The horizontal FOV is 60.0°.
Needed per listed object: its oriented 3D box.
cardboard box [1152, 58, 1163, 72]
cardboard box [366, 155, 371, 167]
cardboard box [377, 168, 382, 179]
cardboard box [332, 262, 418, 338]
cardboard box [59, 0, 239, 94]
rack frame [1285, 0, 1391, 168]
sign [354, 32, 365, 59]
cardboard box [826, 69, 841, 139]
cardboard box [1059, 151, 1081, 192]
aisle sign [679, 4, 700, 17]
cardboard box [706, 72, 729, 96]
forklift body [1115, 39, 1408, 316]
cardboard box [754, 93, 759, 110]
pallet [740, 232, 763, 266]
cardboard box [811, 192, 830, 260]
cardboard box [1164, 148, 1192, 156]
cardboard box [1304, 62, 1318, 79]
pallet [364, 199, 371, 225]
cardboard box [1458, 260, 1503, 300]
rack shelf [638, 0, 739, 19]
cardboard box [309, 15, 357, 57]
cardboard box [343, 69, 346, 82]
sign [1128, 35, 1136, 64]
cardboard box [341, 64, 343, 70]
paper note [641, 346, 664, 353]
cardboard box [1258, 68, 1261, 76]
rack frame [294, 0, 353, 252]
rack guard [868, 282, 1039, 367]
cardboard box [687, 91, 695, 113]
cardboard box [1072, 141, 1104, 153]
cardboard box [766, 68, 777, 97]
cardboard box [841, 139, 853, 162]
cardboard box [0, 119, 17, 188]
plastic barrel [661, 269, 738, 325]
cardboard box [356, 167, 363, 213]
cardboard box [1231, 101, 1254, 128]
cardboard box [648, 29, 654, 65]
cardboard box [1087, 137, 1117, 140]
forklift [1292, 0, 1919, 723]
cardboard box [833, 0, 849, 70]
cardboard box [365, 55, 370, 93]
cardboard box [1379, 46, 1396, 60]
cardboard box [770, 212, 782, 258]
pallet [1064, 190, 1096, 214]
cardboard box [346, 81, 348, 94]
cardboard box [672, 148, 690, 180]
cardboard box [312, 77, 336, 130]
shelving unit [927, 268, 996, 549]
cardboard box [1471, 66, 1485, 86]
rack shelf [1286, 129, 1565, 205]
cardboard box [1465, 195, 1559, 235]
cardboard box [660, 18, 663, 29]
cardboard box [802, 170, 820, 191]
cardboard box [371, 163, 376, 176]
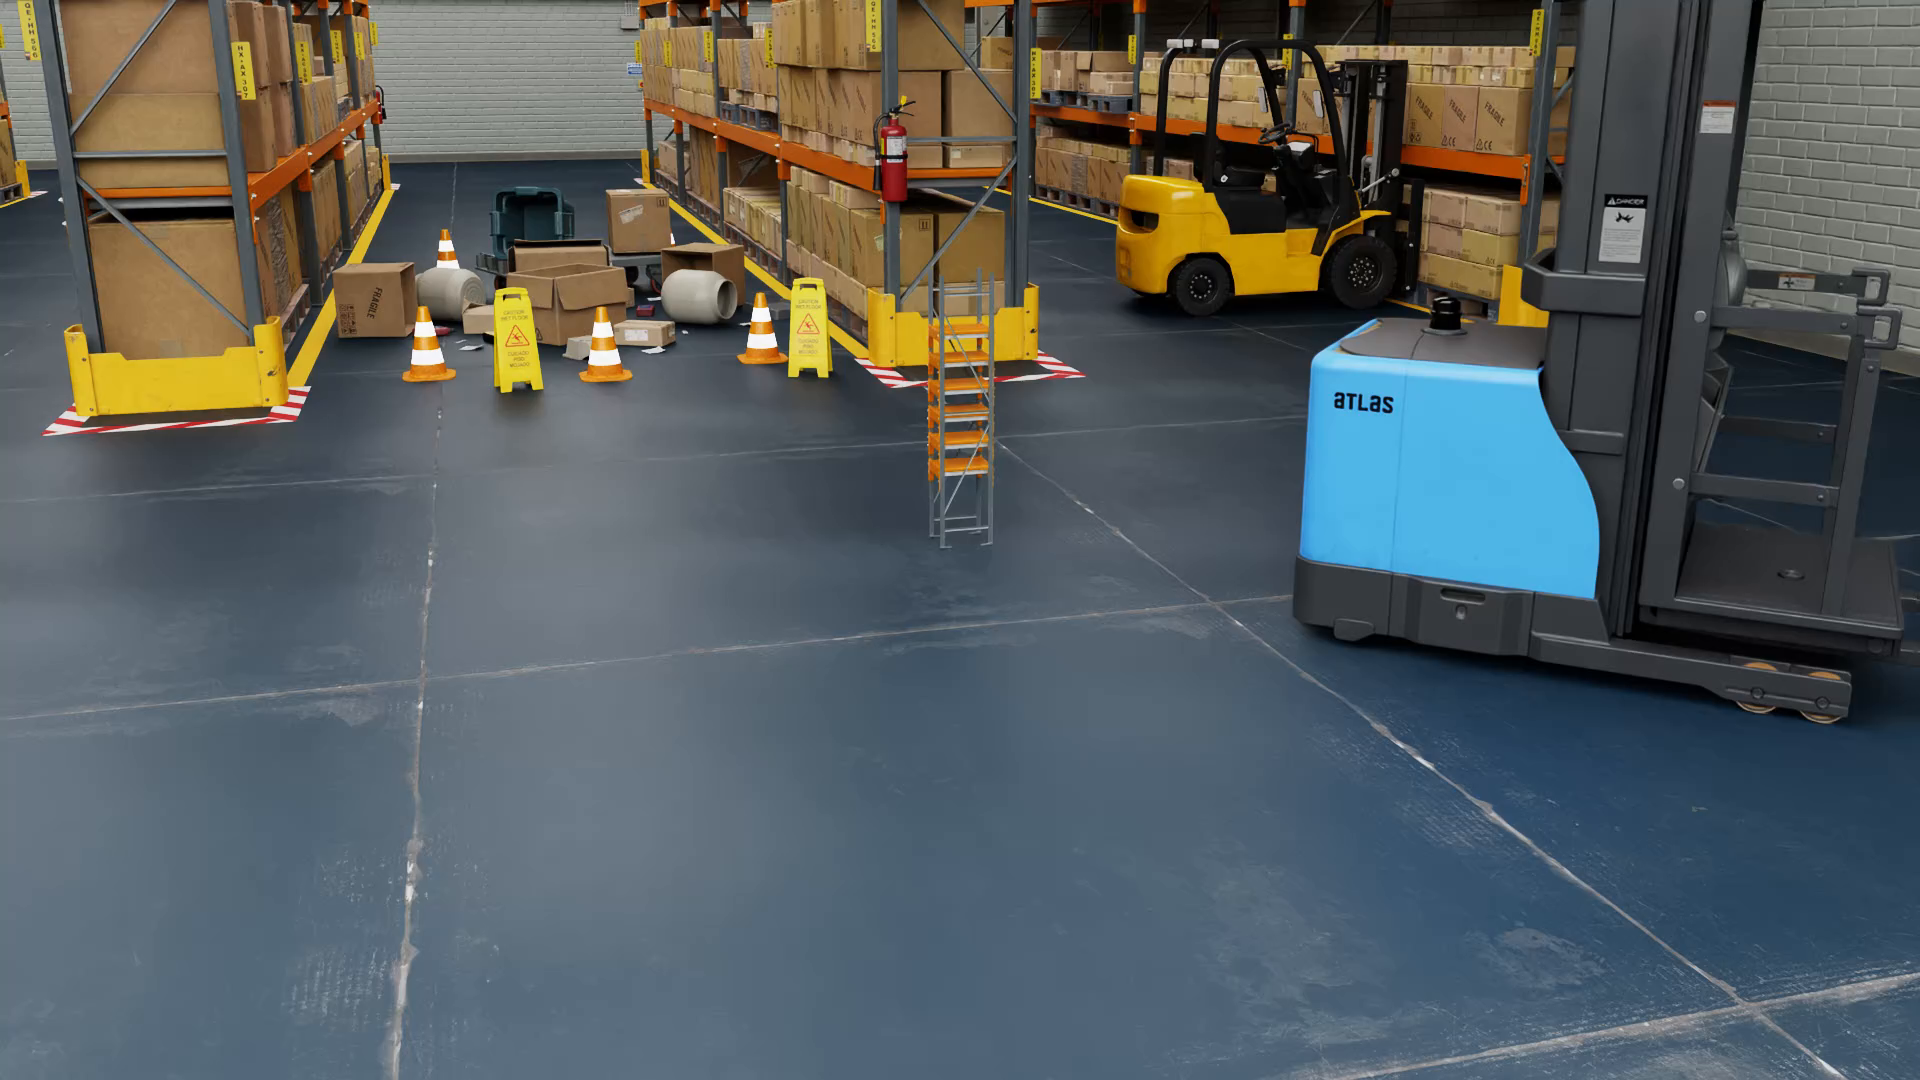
[{"bbox_3d":[2.428,-5.467,19.138,0.380,0.149,0.250,-4,17,-14],"label":"cardboard box"},{"bbox_3d":[-8.170,-5.114,22.455,0.380,0.149,0.250,-4,17,-14],"label":"cardboard box"},{"bbox_3d":[-8.640,-5.338,24.233,0.380,0.149,0.250,-4,17,-14],"label":"cardboard box"},{"bbox_3d":[-4.442,-1.831,12.673,0.500,0.500,0.500,-2,17,-6],"label":"cardboard box"},{"bbox_3d":[-4.821,-2.963,9.965,0.875,0.550,0.550,-5,17,-15],"label":"cardboard box"},{"bbox_3d":[3.648,-4.188,16.179,1.000,3.000,0.127,-5,17,-15],"label":"rack frame"},{"bbox_3d":[-7.521,-6.187,20.823,0.100,0.325,0.005,-5,17,-15],"label":"sign"},{"bbox_3d":[-0.706,-3.284,12.480,0.500,0.500,0.500,-5,17,-16],"label":"cardboard box"},{"bbox_3d":[1.655,-4.968,22.392,0.500,0.500,0.500,-5,17,-17],"label":"cardboard box"},{"bbox_3d":[-4.143,-8.403,25.693,0.394,0.787,0.004,-5,17,-15],"label":"aisle sign"},{"bbox_3d":[-2.600,-5.182,18.881,0.500,0.250,0.500,-5,17,-15],"label":"cardboard box"},{"bbox_3d":[2.472,-3.055,13.884,2.313,2.155,1.214,-5,17,-15],"label":"forklift body"},{"bbox_3d":[-1.765,-4.209,15.955,0.380,0.149,0.250,-5,17,-15],"label":"cardboard box"},{"bbox_3d":[-1.678,-3.012,17.112,1.003,0.211,1.213,-5,17,-15],"label":"pallet"},{"bbox_3d":[-0.922,-2.562,13.514,0.500,0.500,0.500,-4,17,-12],"label":"cardboard box"},{"bbox_3d":[2.705,-4.778,20.631,0.380,0.149,0.250,-4,17,-12],"label":"cardboard box"},{"bbox_3d":[3.483,-4.437,15.709,0.380,0.149,0.250,-5,17,-16],"label":"cardboard box"},{"bbox_3d":[-7.838,-4.037,20.525,1.003,0.211,1.213,-5,17,-15],"label":"pallet"},{"bbox_3d":[4.315,-2.070,13.180,0.500,0.250,0.500,-5,17,-15],"label":"cardboard box"},{"bbox_3d":[-3.872,-7.652,23.750,1.077,0.370,4.000,-5,17,-15],"label":"rack shelf"},{"bbox_3d":[-7.943,-6.401,21.119,0.500,0.500,0.500,-4,17,-14],"label":"cardboard box"},{"bbox_3d":[-7.681,-5.644,20.216,0.380,0.149,0.250,-5,17,-15],"label":"cardboard box"},{"bbox_3d":[2.030,-5.765,19.556,0.100,0.325,0.005,-5,17,-15],"label":"sign"},{"bbox_3d":[-7.612,-5.712,19.926,0.380,0.149,0.250,-5,18,-17],"label":"cardboard box"},{"bbox_3d":[-2.198,-1.370,11.960,0.148,0.019,0.142,-12,20,-34],"label":"paper note"},{"bbox_3d":[3.236,-4.765,16.800,0.380,0.149,0.250,-5,17,-15],"label":"cardboard box"},{"bbox_3d":[-6.954,-4.481,17.157,1.000,3.000,0.127,-5,17,-15],"label":"rack frame"},{"bbox_3d":[-0.045,-1.512,11.615,1.175,0.500,0.348,-5,17,-15],"label":"rack guard"},{"bbox_3d":[-3.057,-5.368,20.368,0.500,0.250,0.500,-5,17,-16],"label":"cardboard box"},{"bbox_3d":[1.711,-5.239,22.166,0.380,0.149,0.250,-4,17,-13],"label":"cardboard box"},{"bbox_3d":[-1.471,-4.295,15.117,0.500,0.500,0.500,-5,17,-16],"label":"cardboard box"},{"bbox_3d":[-0.659,-2.857,12.185,0.380,0.149,0.250,-4,17,-14],"label":"cardboard box"},{"bbox_3d":[-13.697,-5.343,22.988,0.875,0.875,0.875,-5,17,-15],"label":"cardboard box"},{"bbox_3d":[-2.047,-1.906,13.060,0.512,0.421,0.421,7,18,23],"label":"plastic barrel"},{"bbox_3d":[-7.331,-4.123,19.578,0.500,0.500,0.500,-5,17,-16],"label":"cardboard box"},{"bbox_3d":[3.115,-4.373,17.057,0.500,0.250,0.500,-5,17,-16],"label":"cardboard box"},{"bbox_3d":[-4.265,-7.201,24.298,0.500,0.500,0.500,-5,17,-16],"label":"cardboard box"},{"bbox_3d":[1.980,-5.497,23.026,0.380,0.149,0.250,-5,17,-15],"label":"cardboard box"},{"bbox_3d":[2.804,-0.977,5.609,3.031,2.935,1.130,8,19,25],"label":"forklift"},{"bbox_3d":[-0.506,-3.622,11.866,0.700,0.500,0.500,-5,17,-15],"label":"cardboard box"},{"bbox_3d":[-8.370,-6.359,22.718,0.500,0.500,0.500,-4,17,-12],"label":"cardboard box"},{"bbox_3d":[3.881,-4.227,14.492,0.380,0.149,0.250,-5,17,-15],"label":"cardboard box"},{"bbox_3d":[-1.270,-2.882,15.669,0.950,0.372,0.625,-4,17,-15],"label":"cardboard box"},{"bbox_3d":[2.048,-4.505,22.083,1.003,0.211,1.213,-5,17,-15],"label":"pallet"},{"bbox_3d":[-7.754,-5.574,20.502,0.380,0.149,0.250,-5,17,-17],"label":"cardboard box"},{"bbox_3d":[-3.638,-5.411,23.975,0.875,0.438,0.875,-5,17,-17],"label":"cardboard box"},{"bbox_3d":[-6.437,-4.288,16.339,0.500,0.500,0.500,-5,17,-15],"label":"cardboard box"},{"bbox_3d":[0.004,-0.571,7.266,0.258,1.200,0.189,-5,17,-15],"label":"shelving unit"},{"bbox_3d":[4.272,-3.659,13.116,0.380,0.149,0.250,-4,17,-14],"label":"cardboard box"},{"bbox_3d":[4.198,-3.290,14.441,1.077,0.370,4.000,-5,17,-15],"label":"rack shelf"},{"bbox_3d":[4.321,-2.547,13.029,0.500,0.250,0.500,-4,17,-13],"label":"cardboard box"},{"bbox_3d":[-4.003,-7.263,23.378,0.380,0.149,0.250,-5,17,-16],"label":"cardboard box"},{"bbox_3d":[-1.101,-2.982,13.785,0.380,0.149,0.250,-4,17,-13],"label":"cardboard box"},{"bbox_3d":[-8.279,-5.117,22.981,0.380,0.149,0.250,-5,17,-15],"label":"cardboard box"}]
